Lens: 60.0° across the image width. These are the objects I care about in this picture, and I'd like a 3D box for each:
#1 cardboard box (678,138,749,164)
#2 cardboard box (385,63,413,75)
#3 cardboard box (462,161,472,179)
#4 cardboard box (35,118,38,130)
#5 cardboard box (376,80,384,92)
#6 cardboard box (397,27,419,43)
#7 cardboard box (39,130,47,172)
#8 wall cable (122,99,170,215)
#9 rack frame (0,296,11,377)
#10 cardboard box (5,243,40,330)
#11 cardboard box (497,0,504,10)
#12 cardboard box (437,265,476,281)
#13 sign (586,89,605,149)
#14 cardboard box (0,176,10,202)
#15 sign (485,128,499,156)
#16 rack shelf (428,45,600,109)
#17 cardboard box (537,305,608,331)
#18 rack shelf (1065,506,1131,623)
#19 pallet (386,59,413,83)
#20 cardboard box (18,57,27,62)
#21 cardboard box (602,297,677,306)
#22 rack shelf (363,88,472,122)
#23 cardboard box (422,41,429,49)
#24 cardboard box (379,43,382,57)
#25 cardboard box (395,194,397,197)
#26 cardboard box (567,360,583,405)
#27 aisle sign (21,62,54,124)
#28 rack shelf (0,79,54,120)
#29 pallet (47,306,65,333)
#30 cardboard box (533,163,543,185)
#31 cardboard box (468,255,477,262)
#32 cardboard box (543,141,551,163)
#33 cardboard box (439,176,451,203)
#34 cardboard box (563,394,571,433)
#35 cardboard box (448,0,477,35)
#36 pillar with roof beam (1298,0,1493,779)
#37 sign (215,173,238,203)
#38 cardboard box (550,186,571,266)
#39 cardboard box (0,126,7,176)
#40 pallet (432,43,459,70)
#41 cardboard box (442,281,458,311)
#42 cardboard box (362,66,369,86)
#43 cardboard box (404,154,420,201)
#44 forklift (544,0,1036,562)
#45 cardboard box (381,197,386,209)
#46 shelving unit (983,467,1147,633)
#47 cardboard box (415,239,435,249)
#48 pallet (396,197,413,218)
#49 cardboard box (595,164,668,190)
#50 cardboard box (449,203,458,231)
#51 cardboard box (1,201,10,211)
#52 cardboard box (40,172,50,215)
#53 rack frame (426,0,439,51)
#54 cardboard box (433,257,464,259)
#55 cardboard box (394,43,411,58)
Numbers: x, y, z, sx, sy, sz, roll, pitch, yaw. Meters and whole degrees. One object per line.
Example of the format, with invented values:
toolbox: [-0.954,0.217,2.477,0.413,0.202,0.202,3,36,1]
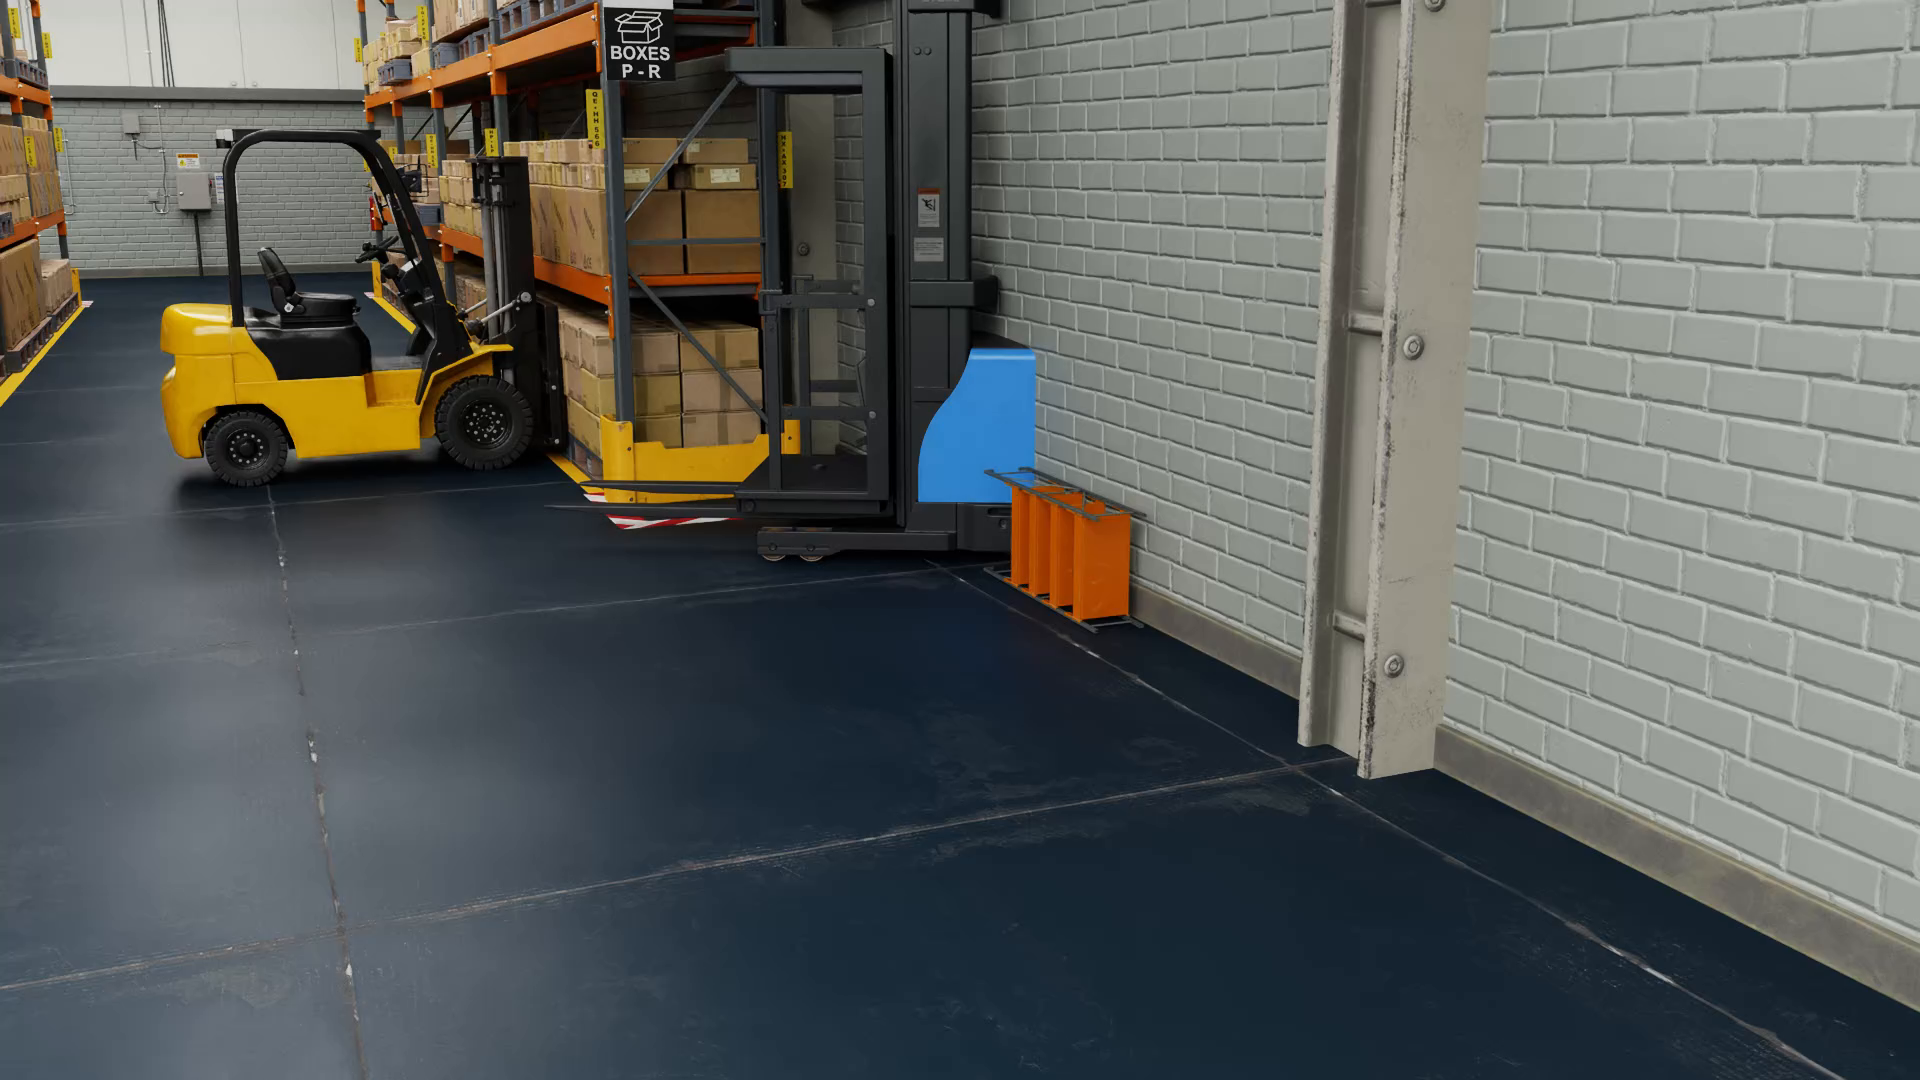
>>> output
cardboard box: [-1.491,-2.341,10.013,0.380,0.149,0.250,-6,14,-24]
cardboard box: [-6.782,-5.832,20.438,0.500,0.250,0.500,-6,14,-23]
cardboard box: [-4.211,-3.294,14.788,0.380,0.149,0.250,-6,14,-24]
cardboard box: [-11.619,-5.136,20.533,0.380,0.149,0.250,-5,14,-22]
cardboard box: [-7.418,-5.924,21.718,0.380,0.149,0.250,-5,14,-22]
cardboard box: [-5.971,-5.545,18.268,0.380,0.149,0.250,-6,14,-23]
cardboard box: [-11.466,-4.745,20.281,0.500,0.500,0.500,-6,14,-23]
wall cable: [-13.493,-6.388,27.564,0.588,1.984,0.122,-6,14,-23]
rack frame: [-9.303,-2.947,14.949,1.000,3.000,0.127,-6,14,-23]
cardboard box: [-10.215,-2.636,17.386,0.875,0.875,0.875,-5,14,-21]
cardboard box: [-3.253,-4.041,12.431,0.380,0.149,0.250,-5,14,-22]
cardboard box: [-5.325,-2.831,17.624,0.380,0.149,0.250,-6,15,-26]
sign: [-2.055,-2.376,9.391,0.100,0.325,0.005,-6,14,-23]
cardboard box: [-9.675,-3.455,16.369,0.500,0.250,0.500,-6,14,-23]
sign: [-3.648,-3.044,12.976,0.100,0.325,0.005,-6,14,-23]
rack shelf: [-3.956,-4.093,14.847,1.077,0.370,4.000,-6,14,-23]
cardboard box: [-2.640,-1.476,11.542,0.500,0.250,0.500,-6,14,-24]
rack shelf: [0.606,0.102,7.286,0.258,0.480,0.148,-5,14,-22]
pallet: [-5.744,-5.237,18.609,1.213,0.211,1.003,-6,14,-23]
cardboard box: [-12.004,-6.027,21.012,0.380,0.149,0.250,-7,15,-27]
cardboard box: [-2.373,-1.628,12.201,0.500,0.250,0.500,-6,14,-23]
rack shelf: [-7.160,-5.746,21.988,1.077,0.370,4.000,-6,14,-23]
cardboard box: [-5.427,-5.189,17.434,0.380,0.149,0.250,-6,14,-23]
cardboard box: [-6.993,-6.185,20.855,0.500,0.250,0.500,-6,14,-24]
cardboard box: [-6.787,-4.377,20.803,0.500,0.250,0.500,-5,14,-22]
cardboard box: [-2.225,-1.028,10.718,0.500,0.250,0.500,-6,14,-24]
aisle sign: [-12.253,-5.909,21.982,0.394,0.787,0.004,-6,14,-23]
rack shelf: [-11.707,-5.297,20.048,1.077,0.370,4.000,-6,14,-23]
pallet: [-11.139,-2.579,19.543,1.003,0.211,1.213,-6,14,-23]
cardboard box: [-2.782,-2.577,11.693,0.380,0.149,0.250,-6,14,-25]
cardboard box: [-5.544,-3.259,19.474,0.380,0.149,0.250,-5,14,-21]
cardboard box: [-2.710,-2.727,11.681,0.380,0.149,0.250,-6,14,-23]
cardboard box: [-4.826,-3.450,16.348,0.500,0.250,0.500,-6,14,-23]
cardboard box: [-2.413,-0.884,11.204,0.500,0.250,0.500,-5,14,-22]
cardboard box: [-4.282,-4.777,14.831,0.500,0.500,0.500,-5,14,-22]
pillar with roof beam: [-2.546,-3.262,3.009,9.100,9.000,0.400,-6,14,-23]
sign: [-12.435,-5.963,28.192,0.329,0.494,0.001,-6,14,-23]
cardboard box: [-2.395,-2.083,10.997,0.500,0.500,0.500,-6,14,-24]
cardboard box: [-9.678,-3.816,16.267,0.500,0.500,0.500,-5,14,-21]
pallet: [-4.403,-4.633,16.001,1.213,0.211,1.003,-5,14,-20]
cardboard box: [-5.123,-2.450,17.417,0.500,0.500,0.500,-5,14,-21]
cardboard box: [-8.034,-6.465,23.173,0.500,0.250,0.500,-6,14,-24]
cardboard box: [-5.849,-4.086,18.719,0.700,0.500,0.500,-6,14,-23]
forklift: [-0.628,-1.437,8.579,3.031,2.935,1.130,1,13,4]
cardboard box: [-7.611,-4.563,22.489,0.380,0.149,0.250,-6,14,-25]
shelving unit: [0.455,0.020,7.639,0.258,0.503,1.200,-5,14,-22]
cardboard box: [-6.404,-3.577,20.187,0.380,0.149,0.250,-6,14,-24]
pallet: [-6.139,-3.954,19.726,1.003,0.211,1.213,-6,14,-23]
cardboard box: [-1.948,-2.154,9.863,0.380,0.149,0.250,-5,14,-22]
cardboard box: [-4.606,-3.104,15.964,0.500,0.250,0.500,-6,14,-24]
cardboard box: [-9.696,-3.211,16.423,0.500,0.250,0.500,-5,14,-21]
cardboard box: [-11.245,-4.150,19.926,0.500,0.500,0.500,-6,14,-23]
rack frame: [-4.757,-6.318,16.213,1.000,3.000,0.127,-6,14,-23]
cardboard box: [-5.879,-3.163,19.056,0.380,0.149,0.250,-5,14,-21]
cardboard box: [-6.099,-5.453,18.528,0.380,0.149,0.250,-5,14,-22]
